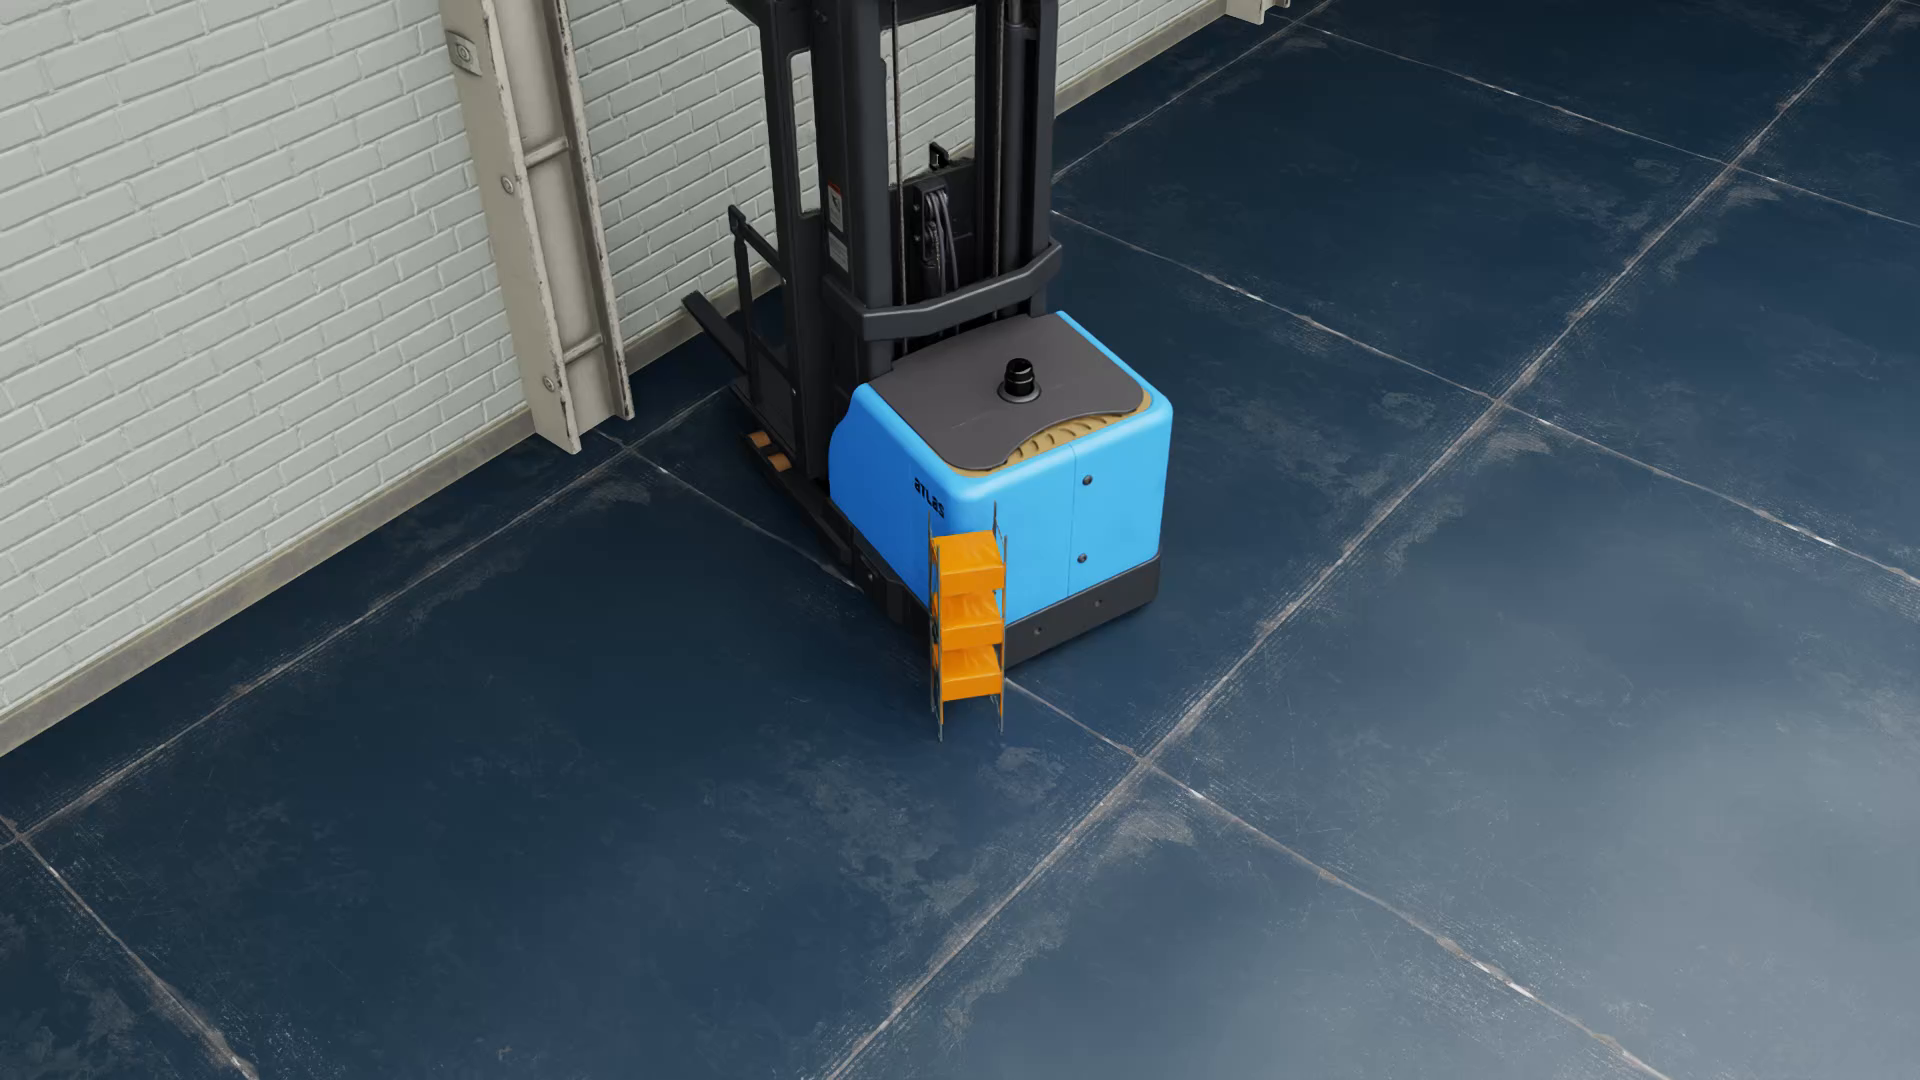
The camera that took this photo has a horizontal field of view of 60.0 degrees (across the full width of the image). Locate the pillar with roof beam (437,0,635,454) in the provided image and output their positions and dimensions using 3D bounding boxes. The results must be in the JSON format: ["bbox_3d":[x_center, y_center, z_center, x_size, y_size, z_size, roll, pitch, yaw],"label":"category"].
[{"bbox_3d":[1.472,-2.037,2.983,9.100,9.000,0.400,29,50,28],"label":"pillar with roof beam"}]

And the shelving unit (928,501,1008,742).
[{"bbox_3d":[0.026,0.327,6.292,0.252,1.050,0.215,-8,43,-8],"label":"shelving unit"}]

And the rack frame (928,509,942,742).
[{"bbox_3d":[-0.094,0.344,6.274,0.008,1.050,0.200,-8,43,-8],"label":"rack frame"}]

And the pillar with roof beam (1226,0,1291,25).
[{"bbox_3d":[5.333,-5.126,6.381,9.100,9.000,0.400,29,50,28],"label":"pillar with roof beam"}]

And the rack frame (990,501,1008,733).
[{"bbox_3d":[0.145,0.311,6.309,0.008,1.050,0.200,-8,43,-8],"label":"rack frame"}]

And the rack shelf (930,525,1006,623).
[{"bbox_3d":[0.026,0.126,6.108,0.240,0.259,0.215,-8,43,-8],"label":"rack shelf"}]

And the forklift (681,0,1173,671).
[{"bbox_3d":[-0.369,-1.477,6.878,1.130,2.935,3.031,-23,47,-23],"label":"forklift"}]

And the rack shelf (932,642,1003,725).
[{"bbox_3d":[0.026,0.541,6.486,0.240,0.259,0.215,-8,43,-8],"label":"rack shelf"}]

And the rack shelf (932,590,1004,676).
[{"bbox_3d":[0.026,0.335,6.299,0.240,0.259,0.215,-8,43,-8],"label":"rack shelf"}]
